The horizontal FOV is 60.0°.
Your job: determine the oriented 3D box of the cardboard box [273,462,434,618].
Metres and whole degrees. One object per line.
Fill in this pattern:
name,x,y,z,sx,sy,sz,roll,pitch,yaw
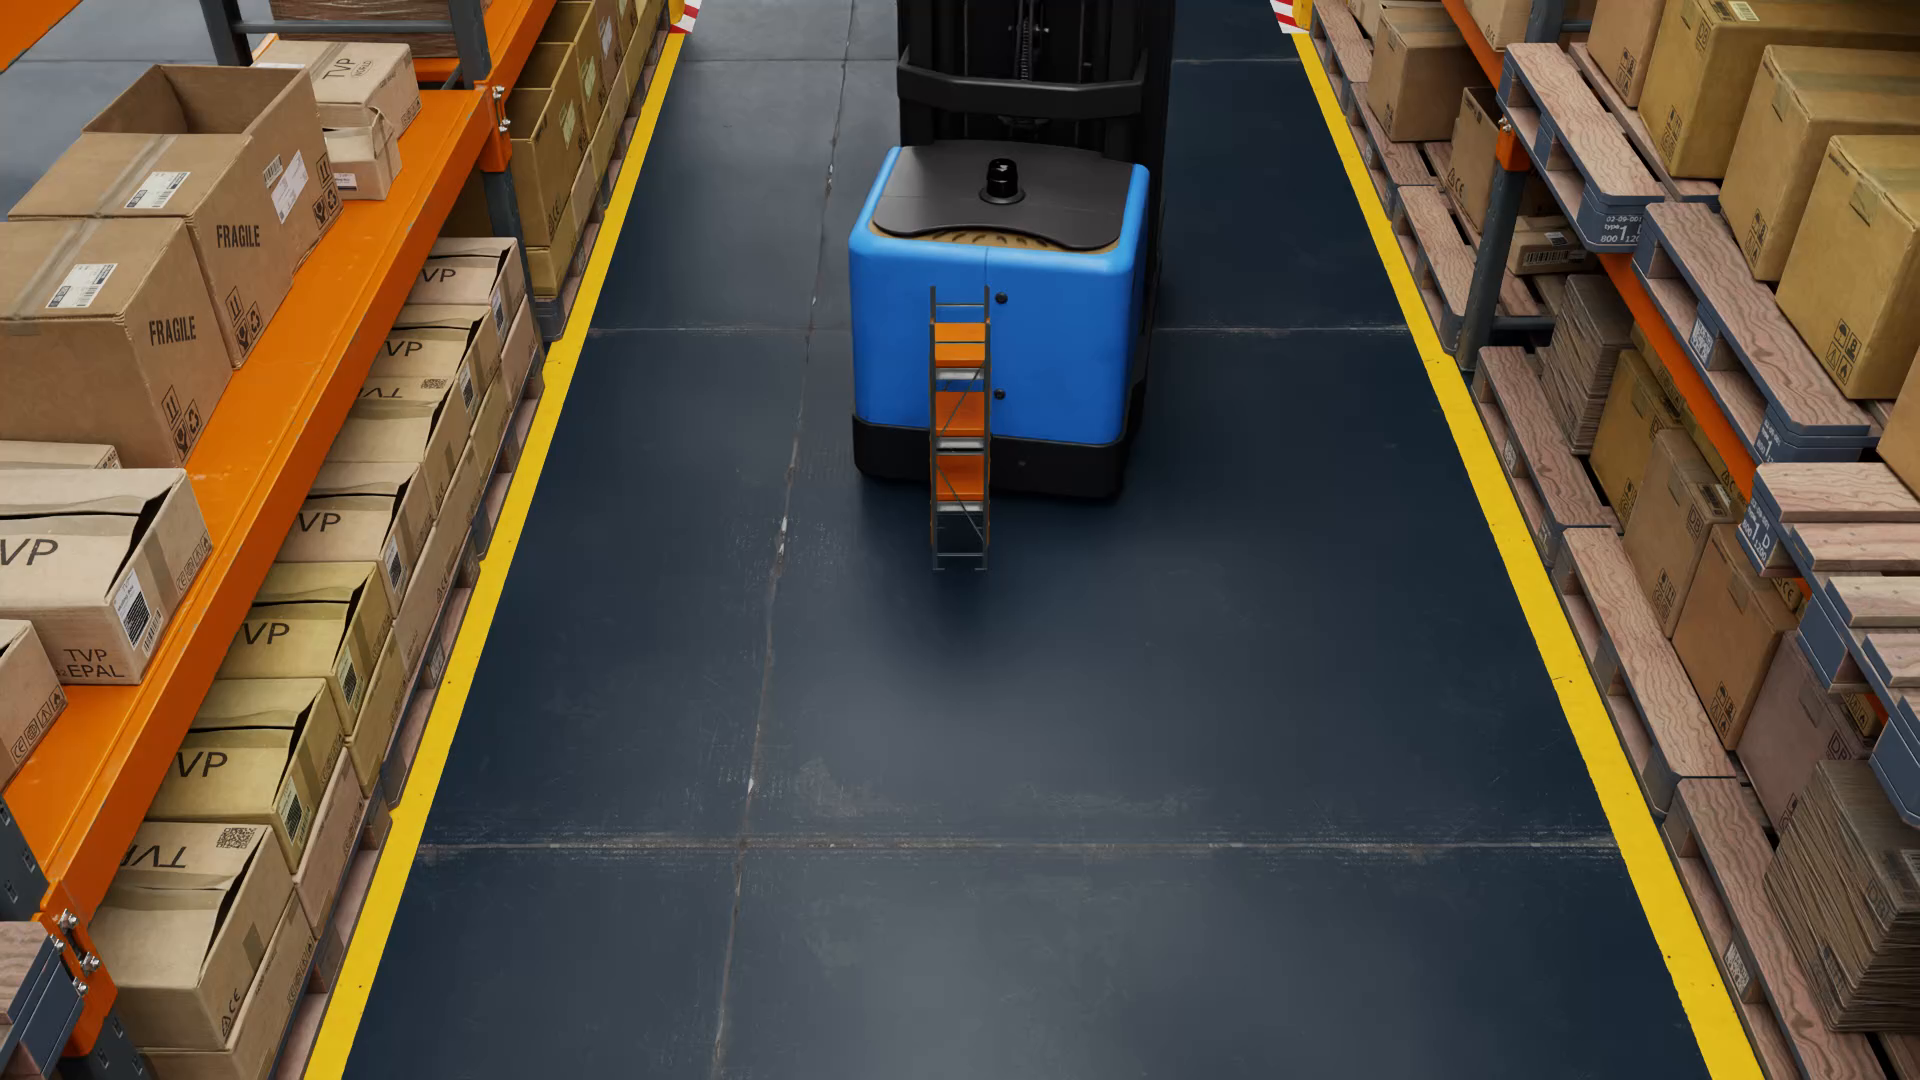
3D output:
cardboard box,-2.012,-0.026,5.298,0.500,0.311,0.500,0,39,-1

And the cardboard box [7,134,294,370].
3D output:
cardboard box,-2.315,-0.837,4.816,0.500,0.500,0.500,0,39,0

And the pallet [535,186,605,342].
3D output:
pallet,-2.260,-1.330,7.741,1.003,0.211,1.213,0,39,0

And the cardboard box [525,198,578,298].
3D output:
cardboard box,-1.998,-1.302,7.339,0.500,0.250,0.500,0,39,0

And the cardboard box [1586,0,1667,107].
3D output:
cardboard box,2.620,-1.819,5.689,0.700,0.500,0.500,0,39,0

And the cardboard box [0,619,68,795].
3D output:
cardboard box,-2.253,0.388,3.438,0.500,0.311,0.500,2,39,3

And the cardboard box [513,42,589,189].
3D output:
cardboard box,-1.997,-1.907,7.494,0.500,0.500,0.500,0,39,0

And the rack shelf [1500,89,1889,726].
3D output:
rack shelf,2.655,-0.395,4.920,1.077,0.370,4.000,0,39,0

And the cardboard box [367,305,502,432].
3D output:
cardboard box,-2.007,-0.652,6.079,0.500,0.311,0.500,1,39,1

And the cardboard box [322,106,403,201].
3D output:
cardboard box,-2.116,-1.319,5.604,0.396,0.266,0.258,-1,39,-1

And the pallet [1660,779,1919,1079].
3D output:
pallet,2.658,1.174,4.616,1.003,0.211,1.213,0,39,0

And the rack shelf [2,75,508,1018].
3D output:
rack shelf,-2.298,-0.389,4.912,1.077,0.370,4.000,0,39,0

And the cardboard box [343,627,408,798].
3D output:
cardboard box,-2.011,0.523,5.062,0.500,0.250,0.500,-1,39,-1

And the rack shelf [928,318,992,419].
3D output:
rack shelf,0.000,-0.589,5.709,0.215,0.259,0.240,0,39,0

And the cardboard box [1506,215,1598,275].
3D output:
cardboard box,2.622,-1.327,7.421,0.380,0.166,0.250,-5,39,-6

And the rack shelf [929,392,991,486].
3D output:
rack shelf,0.000,-0.368,5.887,0.215,0.259,0.240,0,39,0

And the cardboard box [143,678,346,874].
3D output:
cardboard box,-2.012,0.615,4.499,0.500,0.311,0.500,-1,39,-1

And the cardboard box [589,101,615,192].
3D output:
cardboard box,-1.989,-1.927,8.119,0.500,0.250,0.500,0,39,0

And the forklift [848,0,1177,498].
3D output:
forklift,0.337,-2.225,6.683,1.130,2.935,3.031,6,39,7

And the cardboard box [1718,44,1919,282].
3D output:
cardboard box,2.645,-1.058,4.740,0.700,0.500,0.500,5,39,6

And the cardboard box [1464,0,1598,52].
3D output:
cardboard box,2.349,-2.172,6.665,0.500,0.250,0.500,0,39,0

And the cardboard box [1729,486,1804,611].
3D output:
cardboard box,2.661,-0.042,4.952,0.500,0.250,0.500,0,39,0

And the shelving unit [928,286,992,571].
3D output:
shelving unit,0.000,-0.376,5.880,0.215,1.050,0.252,0,39,0

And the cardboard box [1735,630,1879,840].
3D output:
cardboard box,2.720,0.606,4.742,0.700,0.500,0.500,0,39,0

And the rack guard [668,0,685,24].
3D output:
rack guard,-2.305,-3.462,10.170,1.175,0.500,0.348,0,39,0

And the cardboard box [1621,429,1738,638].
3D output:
cardboard box,2.681,-0.020,5.524,0.700,0.500,0.500,0,39,0

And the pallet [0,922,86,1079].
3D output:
pallet,-2.225,1.079,2.658,1.213,0.211,1.003,0,39,0

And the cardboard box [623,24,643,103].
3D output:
cardboard box,-1.994,-2.553,8.899,0.500,0.250,0.500,0,39,0

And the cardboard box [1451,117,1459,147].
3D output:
cardboard box,2.671,-1.986,8.258,0.380,0.149,0.250,-3,39,-4

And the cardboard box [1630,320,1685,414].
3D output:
cardboard box,2.674,-0.680,5.747,0.500,0.250,0.500,-1,39,-1

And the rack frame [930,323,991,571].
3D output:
rack frame,0.000,-0.300,5.785,0.200,1.050,0.008,0,39,0

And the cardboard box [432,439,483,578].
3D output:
cardboard box,-2.010,-0.116,5.859,0.500,0.250,0.500,1,39,1

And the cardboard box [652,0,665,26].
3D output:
cardboard box,-2.009,-3.178,9.680,0.500,0.250,0.500,0,39,0

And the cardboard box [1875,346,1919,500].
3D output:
cardboard box,2.619,-0.279,3.768,0.700,0.500,0.500,-3,39,-4

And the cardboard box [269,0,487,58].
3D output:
cardboard box,-2.308,-2.237,6.563,0.700,0.500,0.500,-1,39,-1

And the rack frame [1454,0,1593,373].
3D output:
rack frame,2.653,-1.927,6.255,1.000,3.000,0.127,0,39,0

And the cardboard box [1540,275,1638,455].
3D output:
cardboard box,2.670,-0.663,6.325,0.700,0.500,0.500,1,39,1

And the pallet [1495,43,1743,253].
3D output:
pallet,2.508,-1.374,5.719,1.003,0.211,1.213,0,39,0

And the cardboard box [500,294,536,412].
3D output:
cardboard box,-2.010,-0.752,6.653,0.500,0.250,0.500,0,39,0

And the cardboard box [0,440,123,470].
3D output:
cardboard box,-2.354,-0.119,4.200,0.380,0.149,0.250,3,39,3

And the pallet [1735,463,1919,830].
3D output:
pallet,2.550,0.204,3.750,1.213,0.211,1.003,0,39,0

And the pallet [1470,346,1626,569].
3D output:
pallet,2.655,-0.352,6.520,1.003,0.211,1.213,0,39,0

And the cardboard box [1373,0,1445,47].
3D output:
cardboard box,2.560,-2.761,9.095,0.500,0.311,0.500,3,39,4

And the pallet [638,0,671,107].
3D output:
pallet,-2.263,-2.856,9.645,1.003,0.211,1.213,0,39,0

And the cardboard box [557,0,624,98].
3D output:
cardboard box,-1.992,-2.532,8.275,0.500,0.500,0.500,0,39,0

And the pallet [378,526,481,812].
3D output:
pallet,-2.257,0.393,5.591,1.003,0.211,1.213,0,39,0

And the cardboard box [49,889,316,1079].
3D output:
cardboard box,-2.003,1.162,4.264,0.500,0.250,0.500,0,39,0
